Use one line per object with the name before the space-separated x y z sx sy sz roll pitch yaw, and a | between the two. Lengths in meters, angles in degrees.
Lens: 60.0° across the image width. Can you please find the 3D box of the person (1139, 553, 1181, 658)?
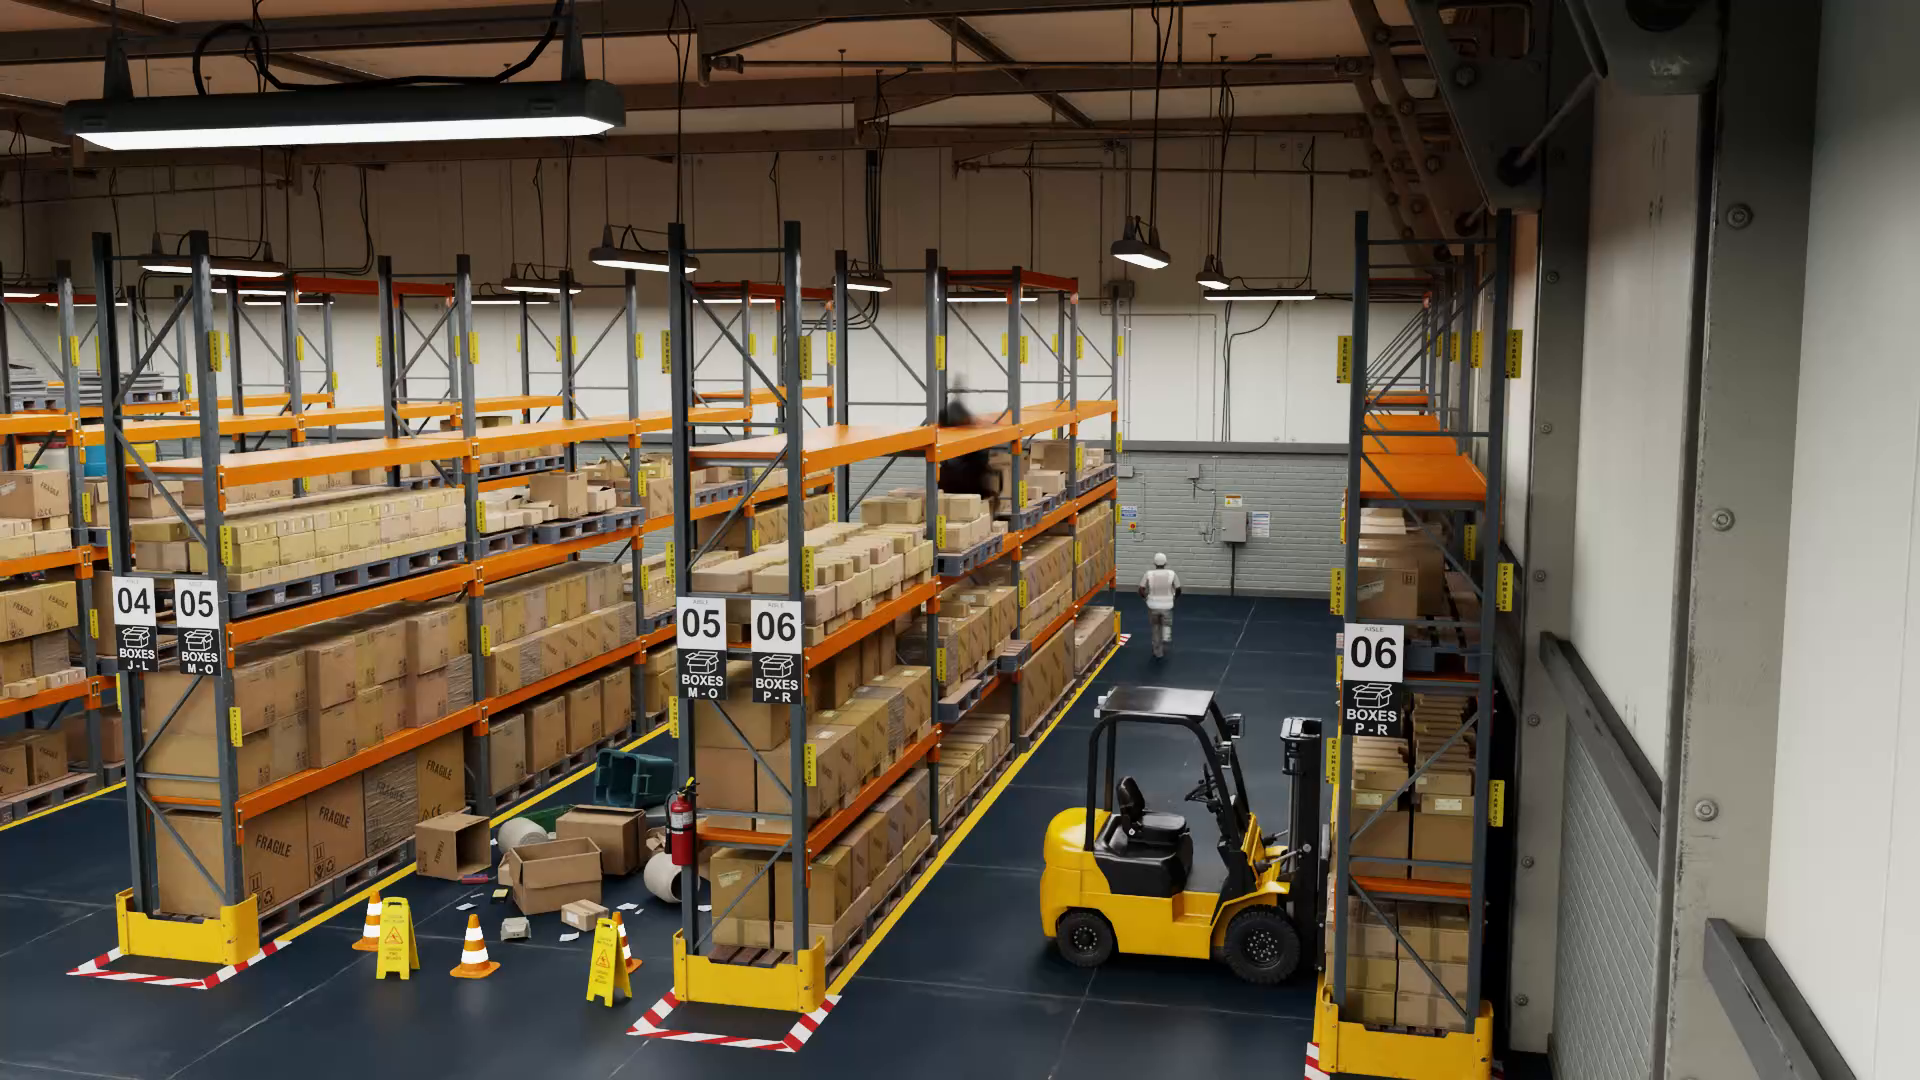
person | 3.205 1.055 26.666 0.677 1.731 0.756 1 7 6
